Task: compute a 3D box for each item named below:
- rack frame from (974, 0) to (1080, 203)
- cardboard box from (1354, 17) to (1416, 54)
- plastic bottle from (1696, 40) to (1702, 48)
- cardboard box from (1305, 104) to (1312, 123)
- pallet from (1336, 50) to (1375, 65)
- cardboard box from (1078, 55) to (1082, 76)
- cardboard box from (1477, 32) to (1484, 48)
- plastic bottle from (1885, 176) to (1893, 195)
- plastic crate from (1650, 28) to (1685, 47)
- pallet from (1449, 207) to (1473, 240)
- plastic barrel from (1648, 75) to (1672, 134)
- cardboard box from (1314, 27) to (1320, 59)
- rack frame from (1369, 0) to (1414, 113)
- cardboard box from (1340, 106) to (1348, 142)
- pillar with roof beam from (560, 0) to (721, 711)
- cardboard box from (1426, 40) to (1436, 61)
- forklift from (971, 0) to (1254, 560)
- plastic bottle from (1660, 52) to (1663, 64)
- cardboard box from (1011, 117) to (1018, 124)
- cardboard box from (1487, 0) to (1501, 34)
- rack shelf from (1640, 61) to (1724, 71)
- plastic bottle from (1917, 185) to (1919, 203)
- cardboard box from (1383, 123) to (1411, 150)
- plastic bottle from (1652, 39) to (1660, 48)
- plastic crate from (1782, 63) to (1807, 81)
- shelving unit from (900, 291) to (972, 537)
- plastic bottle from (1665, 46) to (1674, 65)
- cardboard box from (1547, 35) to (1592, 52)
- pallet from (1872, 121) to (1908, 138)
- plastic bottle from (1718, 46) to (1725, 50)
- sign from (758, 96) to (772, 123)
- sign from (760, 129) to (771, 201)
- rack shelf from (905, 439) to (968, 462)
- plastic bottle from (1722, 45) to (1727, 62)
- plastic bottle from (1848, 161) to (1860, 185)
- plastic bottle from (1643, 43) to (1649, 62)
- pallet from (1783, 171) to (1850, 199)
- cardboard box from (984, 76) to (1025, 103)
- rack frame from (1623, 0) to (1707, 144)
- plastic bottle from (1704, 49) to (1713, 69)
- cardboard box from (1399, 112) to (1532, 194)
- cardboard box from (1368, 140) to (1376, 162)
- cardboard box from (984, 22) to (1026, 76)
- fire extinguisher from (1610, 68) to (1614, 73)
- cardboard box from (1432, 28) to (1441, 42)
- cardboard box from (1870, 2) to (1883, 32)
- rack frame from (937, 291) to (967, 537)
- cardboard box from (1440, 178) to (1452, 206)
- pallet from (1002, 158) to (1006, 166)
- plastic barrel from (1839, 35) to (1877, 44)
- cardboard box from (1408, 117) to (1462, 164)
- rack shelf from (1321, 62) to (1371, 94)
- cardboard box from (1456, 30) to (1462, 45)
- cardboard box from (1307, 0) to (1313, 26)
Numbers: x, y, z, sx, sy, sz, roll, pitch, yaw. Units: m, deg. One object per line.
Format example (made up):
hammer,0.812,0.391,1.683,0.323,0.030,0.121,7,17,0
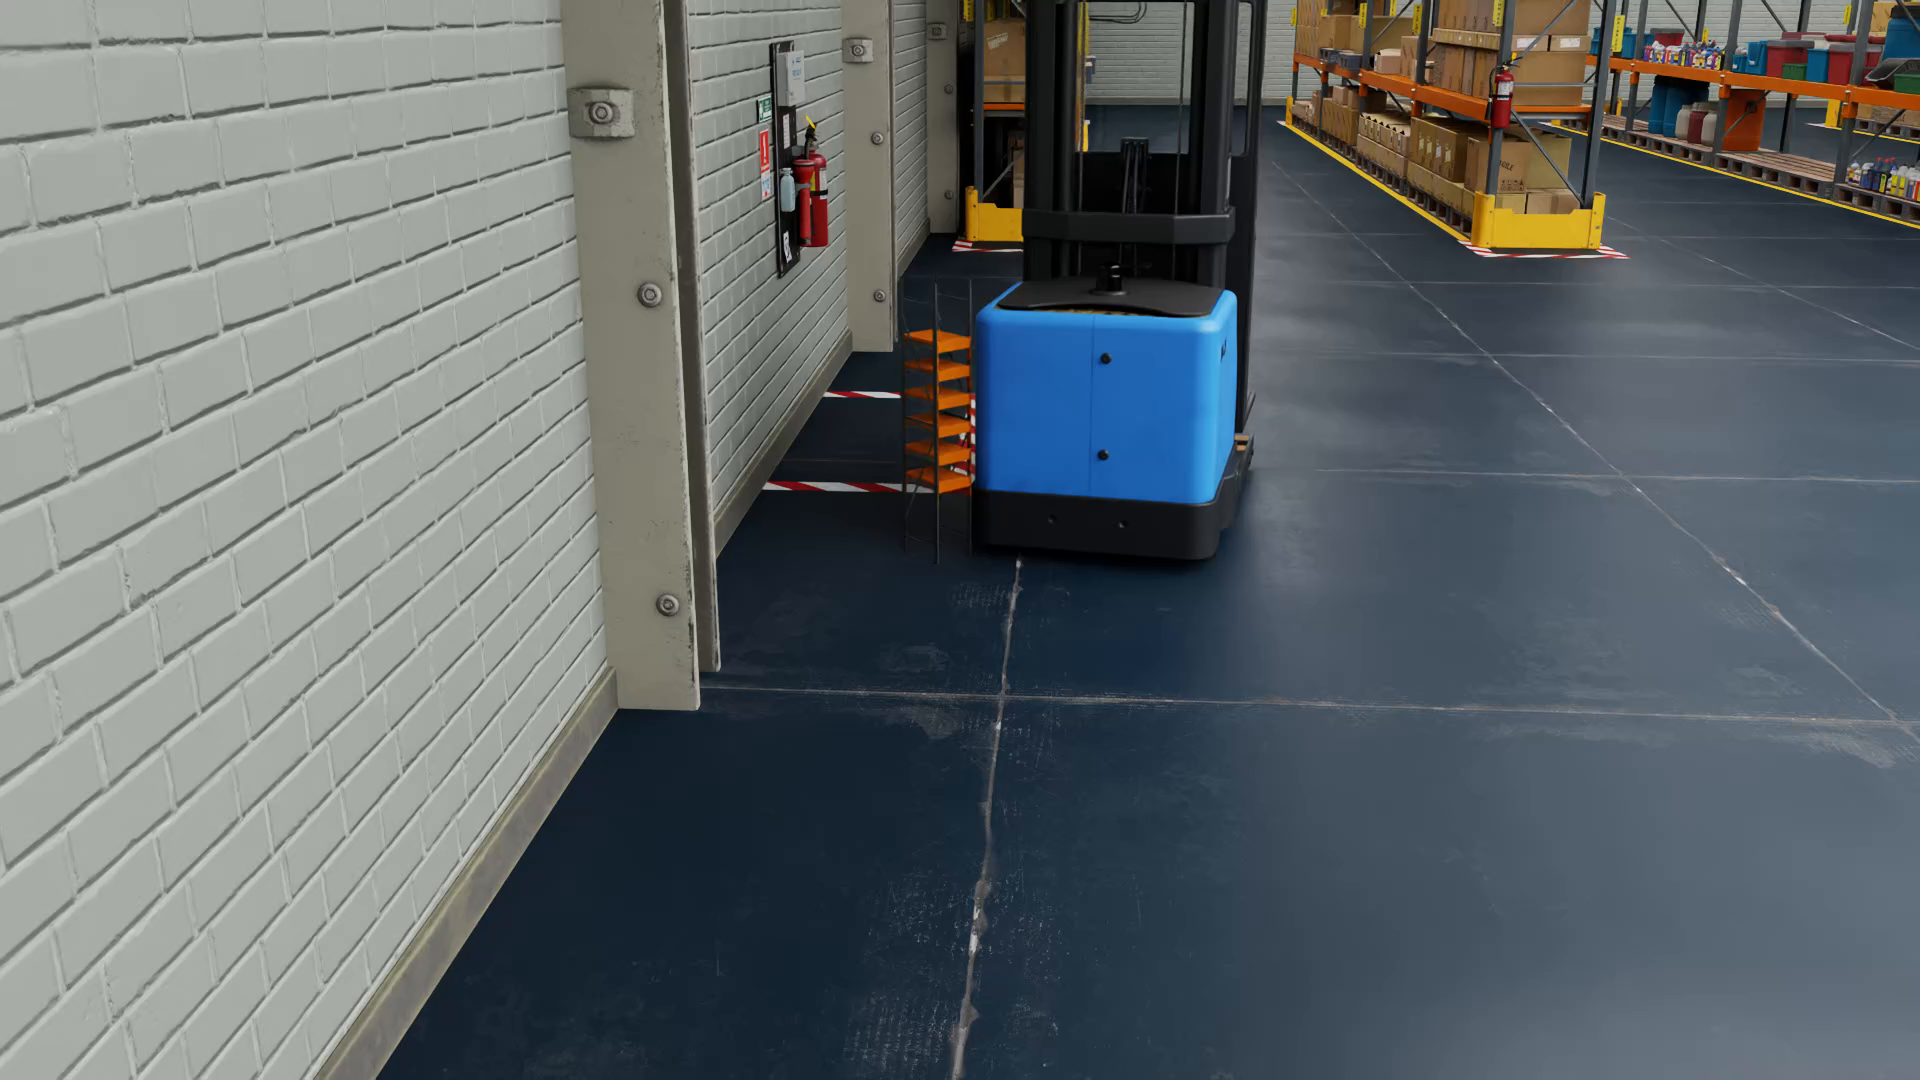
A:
rack frame,0.639,-4.401,16.037,1.000,3.000,0.127,1,18,4
cardboard box,6.086,-7.221,23.810,0.700,0.500,0.500,-5,19,-15
plastic bottle,11.497,-7.594,25.860,0.144,0.351,0.185,1,18,4
cardboard box,6.252,-7.366,28.698,0.500,0.311,0.500,1,18,4
pallet,6.288,-7.289,25.159,1.003,0.211,1.213,1,18,4
cardboard box,0.973,-4.837,16.373,0.500,0.500,0.500,1,18,4
cardboard box,5.491,-5.091,16.940,0.380,0.149,0.250,2,18,6
plastic bottle,10.278,-3.914,18.338,0.097,0.201,0.097,0,18,0
plastic crate,11.695,-8.237,27.546,0.402,0.464,0.583,1,18,4
pallet,5.593,-3.205,16.865,1.003,0.211,1.213,1,18,4
plastic barrel,11.324,-6.941,26.483,0.600,0.901,0.708,1,18,4
cardboard box,6.255,-8.387,28.042,0.500,0.500,0.500,2,18,5
rack frame,6.150,-6.776,23.286,0.949,2.616,0.053,1,18,4
cardboard box,6.024,-6.254,25.000,0.500,0.500,0.500,1,18,2
pillar with roof beam,3.260,-3.666,4.158,9.100,9.000,0.400,1,18,4
cardboard box,5.976,-5.983,20.705,0.500,0.500,0.500,3,18,8
forklift,0.899,-1.731,7.998,1.130,2.935,3.031,4,19,13
plastic bottle,10.891,-7.468,25.715,0.097,0.201,0.097,0,18,0
cardboard box,1.060,-5.525,22.774,0.700,0.500,0.500,1,18,4
cardboard box,5.662,-5.280,16.476,0.700,0.500,0.500,1,18,2
rack shelf,11.237,-7.037,24.922,0.919,0.124,3.809,1,18,4
plastic bottle,10.205,-3.715,17.599,0.061,0.283,0.133,2,18,5
cardboard box,5.679,-5.142,21.140,0.500,0.311,0.500,1,18,4
plastic bottle,11.029,-7.769,26.394,0.144,0.351,0.185,1,18,4
plastic crate,10.650,-5.869,20.856,0.450,0.188,0.662,1,18,4
shelving unit,-0.100,-0.512,7.056,0.183,1.046,0.258,-15,23,-38
plastic bottle,10.901,-7.425,25.465,0.152,0.276,0.135,1,18,4
cardboard box,5.823,-4.764,15.944,0.380,0.149,0.250,1,18,4
pallet,16.538,-7.085,28.708,1.003,0.211,1.213,1,18,4
plastic bottle,11.603,-7.406,25.408,0.152,0.276,0.135,1,18,4
sign,-0.953,-2.108,8.131,0.001,0.109,0.331,1,18,4
sign,5.361,-4.274,15.494,11.513,0.391,16.451,1,18,4
rack shelf,-0.101,-0.381,7.098,0.171,0.034,0.221,-15,23,-38
plastic bottle,11.401,-7.210,24.689,0.144,0.351,0.185,1,18,4
plastic bottle,10.347,-4.246,19.238,0.097,0.271,0.097,0,18,0
plastic bottle,10.929,-7.747,26.436,0.061,0.283,0.133,1,18,4
pallet,10.824,-4.342,20.335,1.003,0.211,1.213,1,18,4
cardboard box,0.479,-4.489,16.514,0.500,0.250,0.500,2,18,5
rack frame,11.380,-7.907,26.736,1.000,3.000,0.127,1,18,4
plastic bottle,10.754,-6.906,23.889,0.097,0.271,0.097,0,18,0
cardboard box,5.845,-4.787,19.751,1.050,0.500,7.447,1,18,4
cardboard box,5.756,-5.195,22.203,0.500,0.250,0.500,1,18,2
cardboard box,0.460,-4.847,16.402,0.500,0.500,0.500,1,18,3
fire extinguisher,12.131,-8.972,30.710,0.296,0.674,0.183,1,18,4
cardboard box,5.654,-5.811,19.136,0.380,0.149,0.250,1,18,4
cardboard box,16.268,-9.167,29.140,0.500,0.500,0.500,1,18,3
rack frame,-0.031,-0.530,7.110,0.002,1.046,0.228,-15,23,-38
cardboard box,5.381,-3.669,17.543,0.500,0.250,0.500,1,18,4
pallet,1.064,-4.940,22.160,1.003,0.211,1.213,1,18,4
plastic barrel,11.147,-6.007,20.720,0.433,0.535,0.433,0,18,0
cardboard box,5.521,-4.646,19.322,0.500,0.500,0.500,1,18,4
rack shelf,6.297,-7.056,25.294,1.077,0.370,4.000,1,18,4
cardboard box,5.566,-5.410,17.915,0.380,0.149,0.250,1,18,2
cardboard box,6.326,-9.176,28.843,0.500,0.500,0.500,1,18,3
